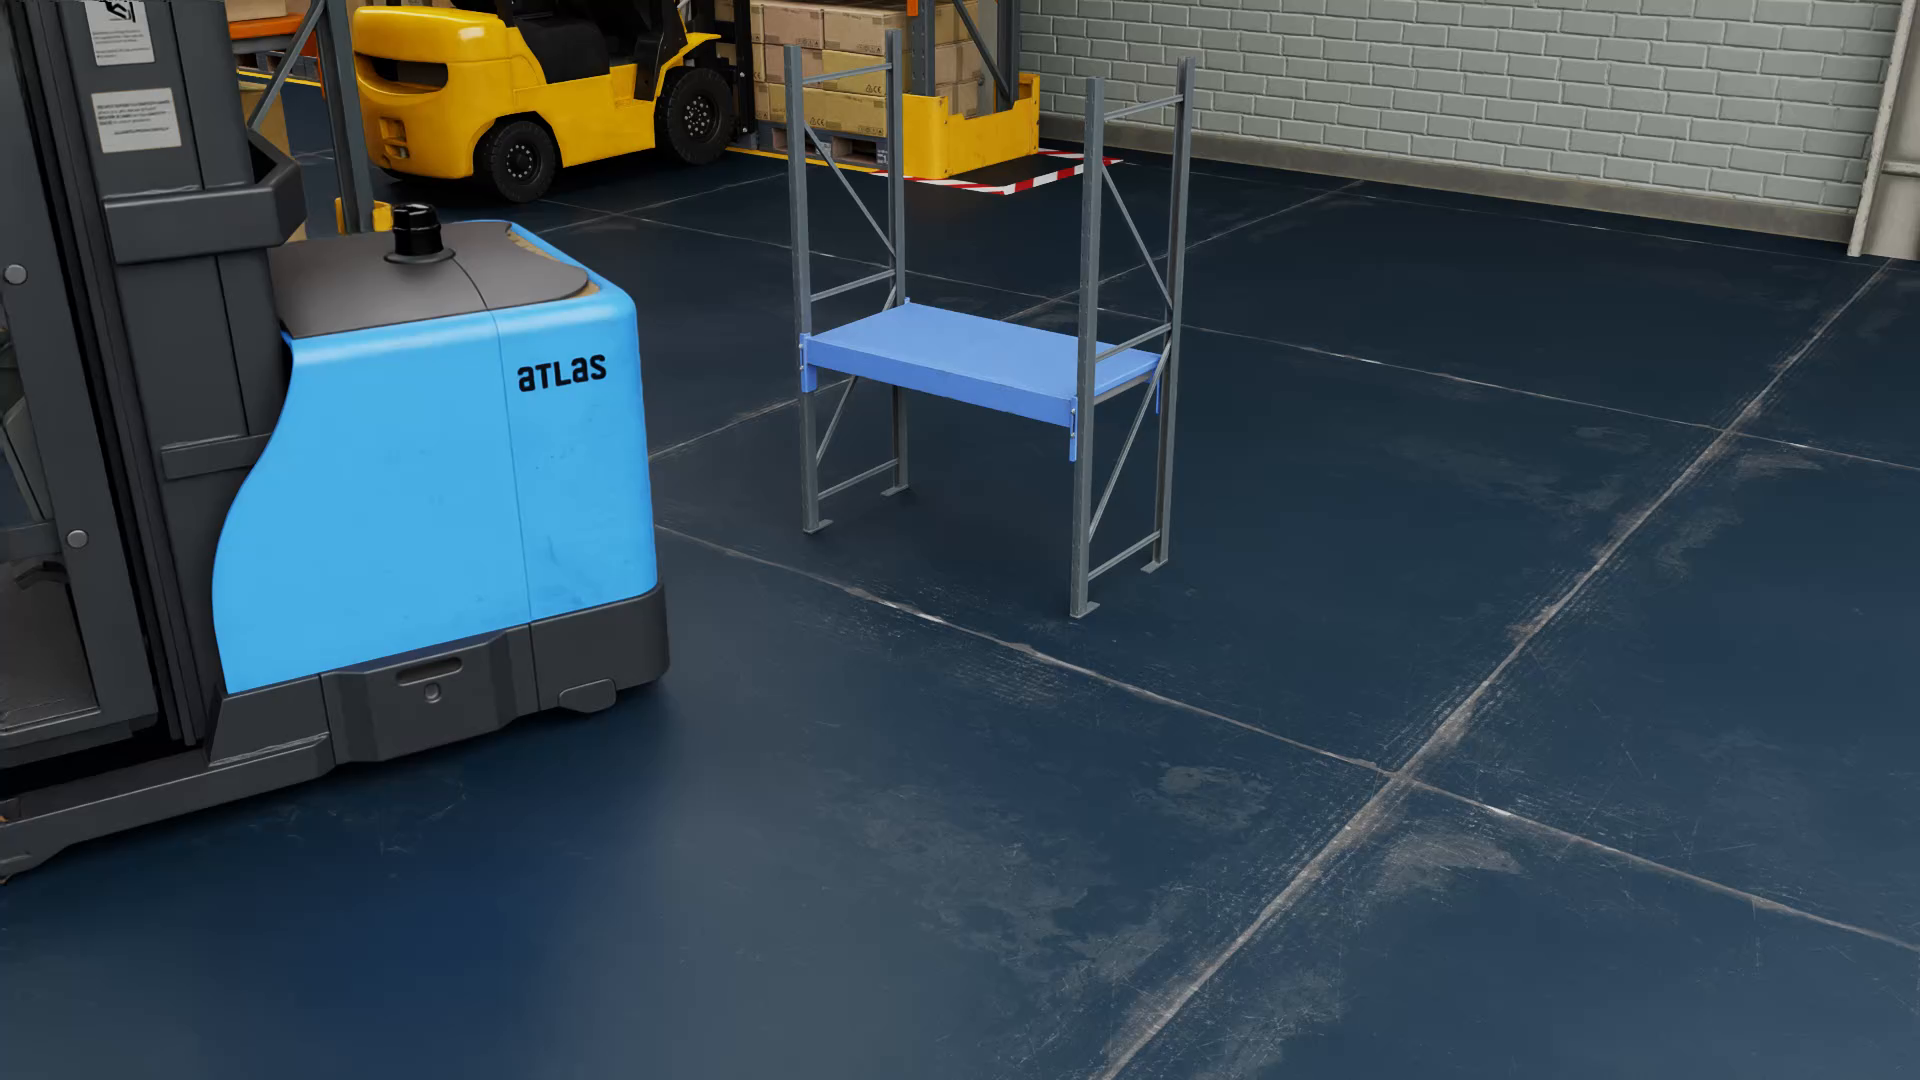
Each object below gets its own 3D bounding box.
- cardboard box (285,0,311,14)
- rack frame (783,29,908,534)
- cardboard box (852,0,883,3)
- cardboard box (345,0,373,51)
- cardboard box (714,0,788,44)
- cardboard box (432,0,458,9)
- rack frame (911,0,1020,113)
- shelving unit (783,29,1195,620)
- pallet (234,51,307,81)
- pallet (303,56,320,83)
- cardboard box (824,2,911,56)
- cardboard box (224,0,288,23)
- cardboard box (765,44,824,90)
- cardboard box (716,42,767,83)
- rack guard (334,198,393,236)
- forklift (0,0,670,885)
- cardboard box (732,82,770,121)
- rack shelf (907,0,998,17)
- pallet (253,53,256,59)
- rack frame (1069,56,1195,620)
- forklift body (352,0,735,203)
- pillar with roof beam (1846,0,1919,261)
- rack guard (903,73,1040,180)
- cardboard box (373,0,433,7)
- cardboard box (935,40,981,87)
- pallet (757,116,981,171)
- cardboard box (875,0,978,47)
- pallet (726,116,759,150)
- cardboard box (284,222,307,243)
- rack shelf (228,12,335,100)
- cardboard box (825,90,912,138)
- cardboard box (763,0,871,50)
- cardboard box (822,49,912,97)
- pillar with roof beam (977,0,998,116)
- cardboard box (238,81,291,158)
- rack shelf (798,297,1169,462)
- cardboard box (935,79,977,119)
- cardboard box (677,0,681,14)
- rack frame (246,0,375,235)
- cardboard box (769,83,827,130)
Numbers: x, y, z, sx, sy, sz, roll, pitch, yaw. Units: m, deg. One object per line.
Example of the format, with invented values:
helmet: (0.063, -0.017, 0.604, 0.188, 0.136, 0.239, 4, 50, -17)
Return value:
cardboard box: (-5.338, -4.567, 14.319, 0.625, 0.625, 0.875, 18, 29, 35)
rack frame: (-0.339, -0.789, 5.180, 0.032, 1.500, 0.500, 17, 29, 33)
cardboard box: (-0.628, -3.526, 11.182, 0.500, 0.250, 0.500, 17, 29, 33)
cardboard box: (-4.799, -4.404, 13.950, 0.625, 0.625, 0.875, 15, 28, 31)
cardboard box: (-1.332, -3.480, 11.078, 0.500, 0.250, 0.500, 17, 29, 34)
cardboard box: (-3.580, -4.033, 13.107, 0.625, 0.625, 0.875, 18, 30, 36)
rack frame: (0.045, -3.838, 10.240, 0.127, 3.000, 1.000, 17, 29, 33)
shelving unit: (0.068, -0.666, 4.901, 1.048, 1.500, 0.538, 17, 29, 33)
pallet: (-5.721, -4.284, 14.712, 1.213, 0.211, 1.003, 17, 29, 33)
pallet: (-4.749, -3.989, 14.042, 1.213, 0.211, 1.003, 17, 29, 33)
cardboard box: (-0.510, -3.240, 10.532, 0.500, 0.250, 0.500, 18, 29, 35)
cardboard box: (-3.076, -2.269, 6.991, 0.250, 0.149, 0.380, 17, 29, 33)
cardboard box: (-0.926, -3.142, 10.930, 0.500, 0.250, 0.500, 16, 29, 33)
cardboard box: (-1.352, -3.260, 11.198, 0.500, 0.250, 0.500, 16, 28, 32)
rack guard: (-2.989, -1.110, 7.148, 0.348, 0.500, 1.175, 17, 29, 33)
forklift: (-2.281, -0.793, 3.414, 3.031, 2.935, 1.130, -14, 27, -29)
cardboard box: (-1.307, -3.030, 11.297, 0.500, 0.250, 0.500, 17, 29, 34)
rack shelf: (-1.555, -3.992, 11.482, 4.000, 0.370, 1.077, 17, 29, 33)
pallet: (-6.931, -4.689, 15.630, 1.213, 0.211, 1.003, 17, 29, 33)
rack frame: (0.475, -0.543, 4.622, 0.032, 1.500, 0.500, 17, 29, 33)
forklift body: (-2.566, -3.319, 10.116, 1.214, 2.155, 2.313, 17, 29, 33)
pillar with roof beam: (2.248, -4.202, 3.627, 0.400, 9.000, 9.100, 17, 29, 33)
rack guard: (0.065, -2.688, 10.730, 0.348, 0.500, 1.175, 17, 29, 33)
cardboard box: (-4.196, -4.223, 13.539, 0.625, 0.625, 0.875, 16, 29, 33)
cardboard box: (-0.206, -3.181, 11.019, 0.500, 0.250, 0.500, 17, 29, 34)
pallet: (-0.592, -2.733, 11.191, 1.213, 0.211, 1.003, 17, 29, 33)
cardboard box: (-0.226, -3.406, 10.910, 0.500, 0.250, 0.500, 16, 29, 33)
pallet: (-1.564, -3.028, 11.861, 1.213, 0.211, 1.003, 17, 29, 33)
cardboard box: (-3.408, -1.453, 7.718, 0.500, 0.250, 0.500, 17, 29, 33)
rack shelf: (-4.529, -2.390, 7.845, 4.000, 0.370, 1.077, 17, 29, 33)
cardboard box: (-0.520, -2.783, 10.736, 0.500, 0.250, 0.500, 17, 29, 34)
cardboard box: (-0.922, -3.361, 10.808, 0.500, 0.250, 0.500, 17, 29, 34)
cardboard box: (-0.532, -3.017, 10.647, 0.500, 0.250, 0.500, 16, 29, 33)
pillar with roof beam: (-2.553, -5.653, 6.920, 0.400, 9.000, 9.100, 17, 29, 33)
cardboard box: (-3.428, -1.802, 7.579, 0.500, 0.500, 0.500, 16, 28, 32)
rack shelf: (0.068, -0.501, 4.973, 1.000, 0.185, 0.538, 17, 29, 33)
cardboard box: (-0.230, -2.953, 11.122, 0.500, 0.250, 0.500, 17, 29, 34)
cardboard box: (-1.733, -3.605, 11.361, 0.500, 0.250, 0.500, 16, 28, 32)
rack frame: (-2.929, -2.235, 6.603, 0.127, 3.000, 1.000, 17, 29, 33)
cardboard box: (-0.912, -2.906, 11.016, 0.500, 0.250, 0.500, 17, 29, 33)
